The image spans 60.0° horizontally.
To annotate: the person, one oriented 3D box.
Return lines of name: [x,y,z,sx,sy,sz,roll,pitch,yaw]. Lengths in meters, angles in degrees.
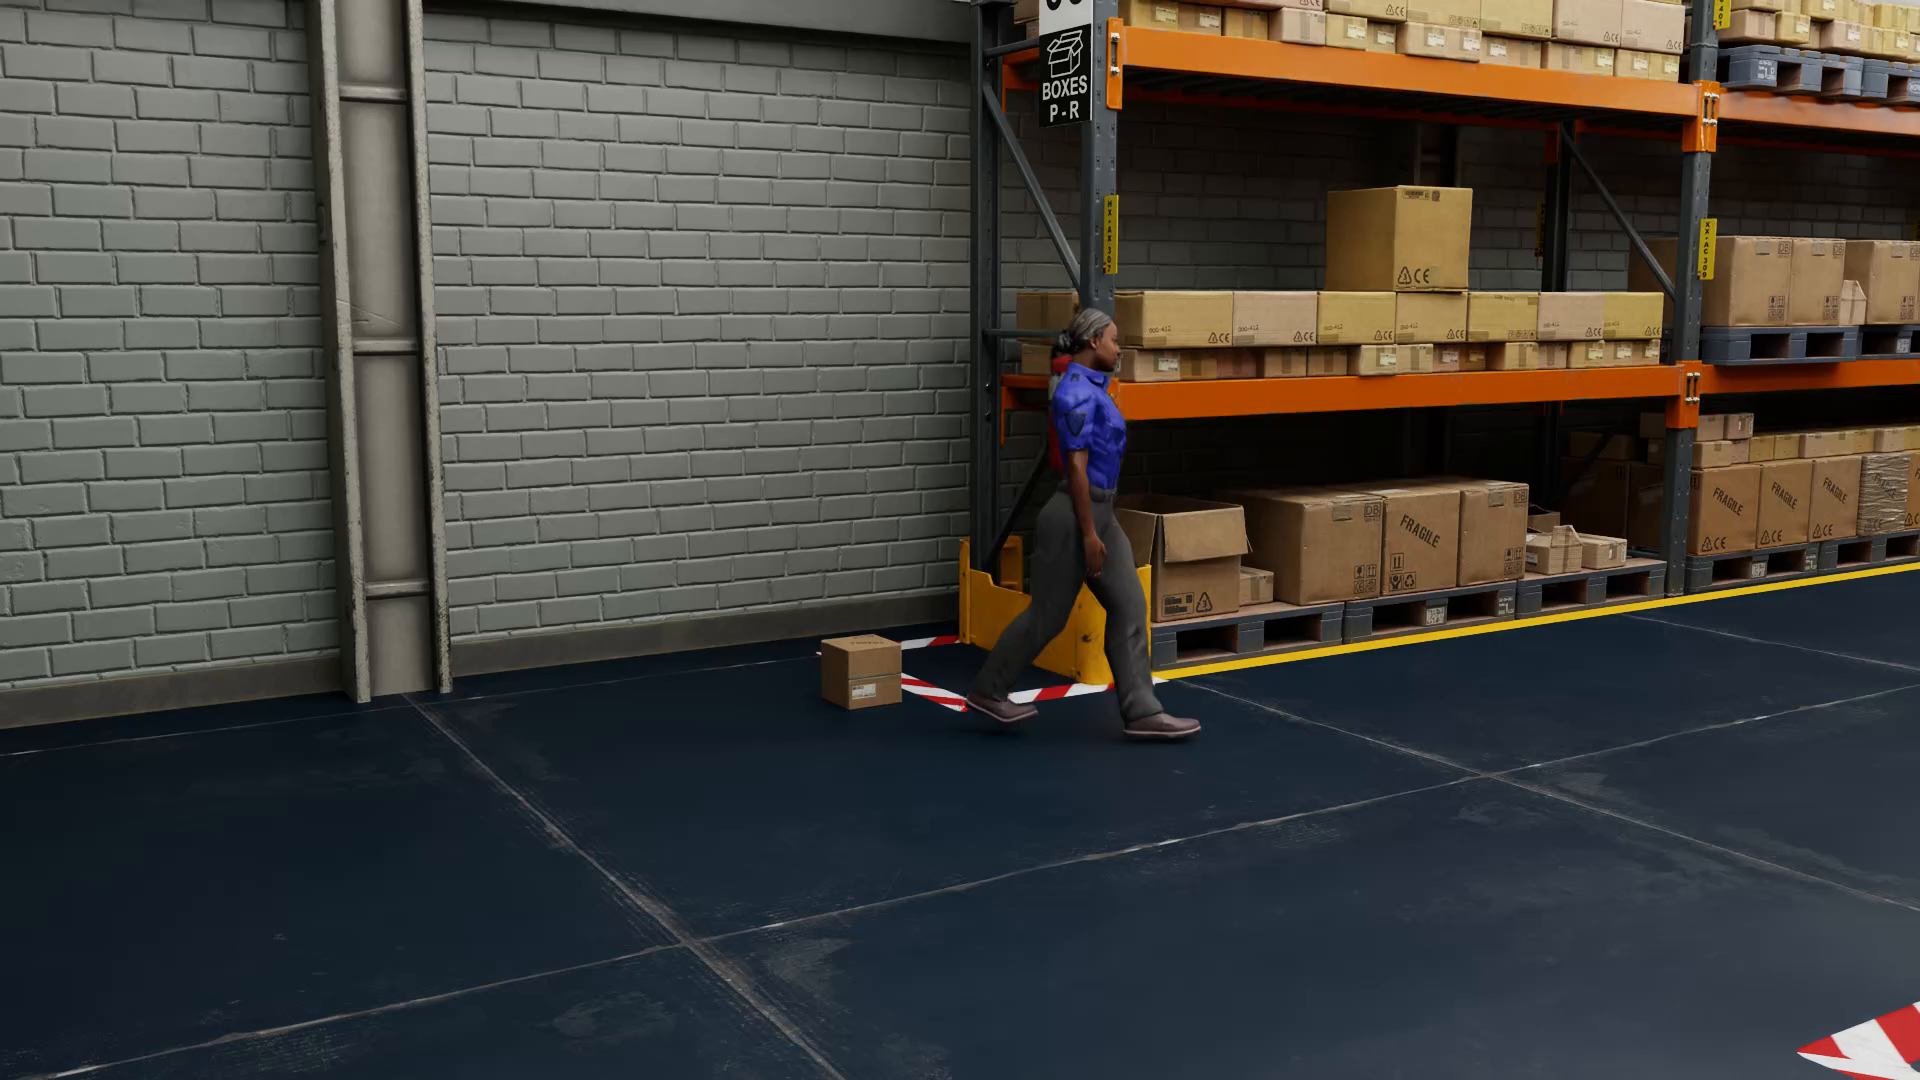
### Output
person: [0.463,-0.061,6.264,0.903,1.609,0.455,3,9,19]
